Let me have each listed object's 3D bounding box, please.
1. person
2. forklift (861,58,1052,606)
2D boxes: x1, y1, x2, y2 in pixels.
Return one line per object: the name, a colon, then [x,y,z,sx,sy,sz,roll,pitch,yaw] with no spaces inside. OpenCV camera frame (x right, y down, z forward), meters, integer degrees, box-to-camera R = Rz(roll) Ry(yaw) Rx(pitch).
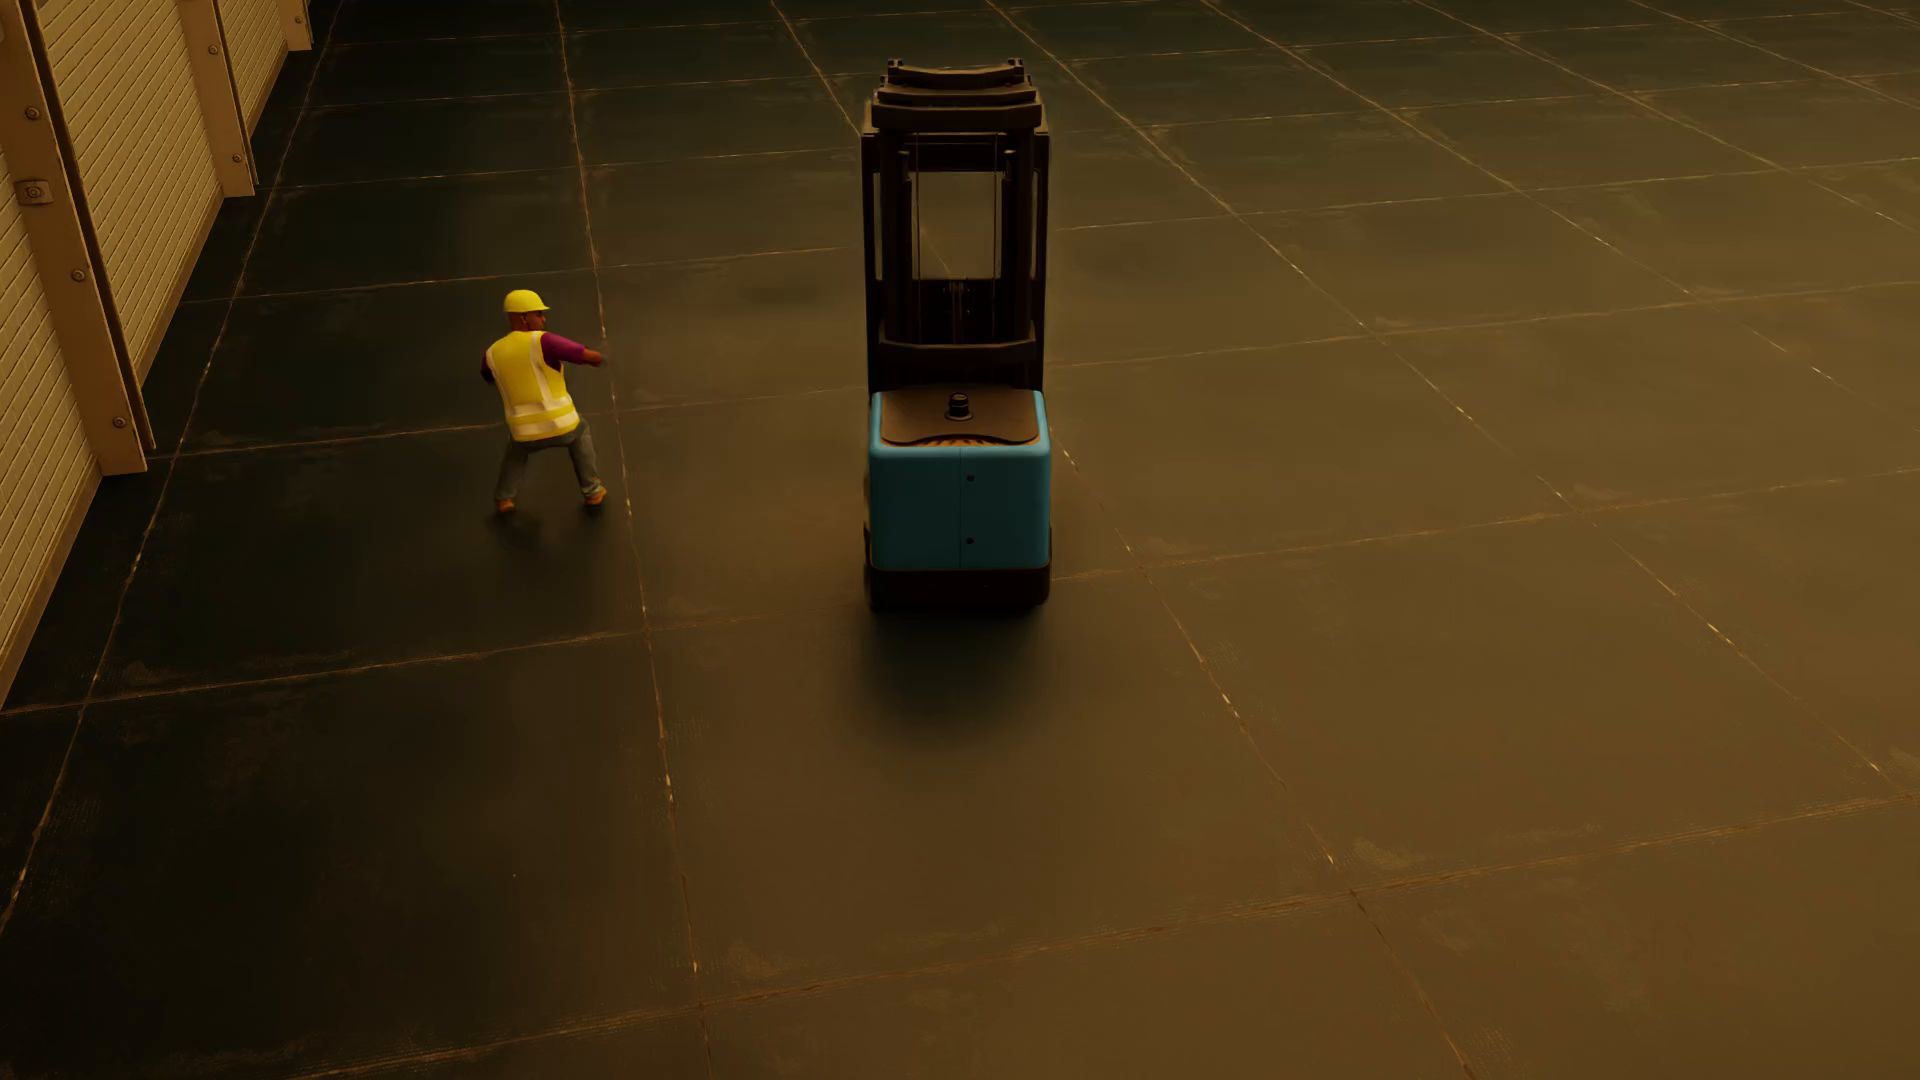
person: [-2.621,-0.877,10.568,0.844,1.505,0.913,0,30,-1]
forklift: [-0.034,-1.586,10.314,1.130,2.935,3.031,-1,30,-1]
